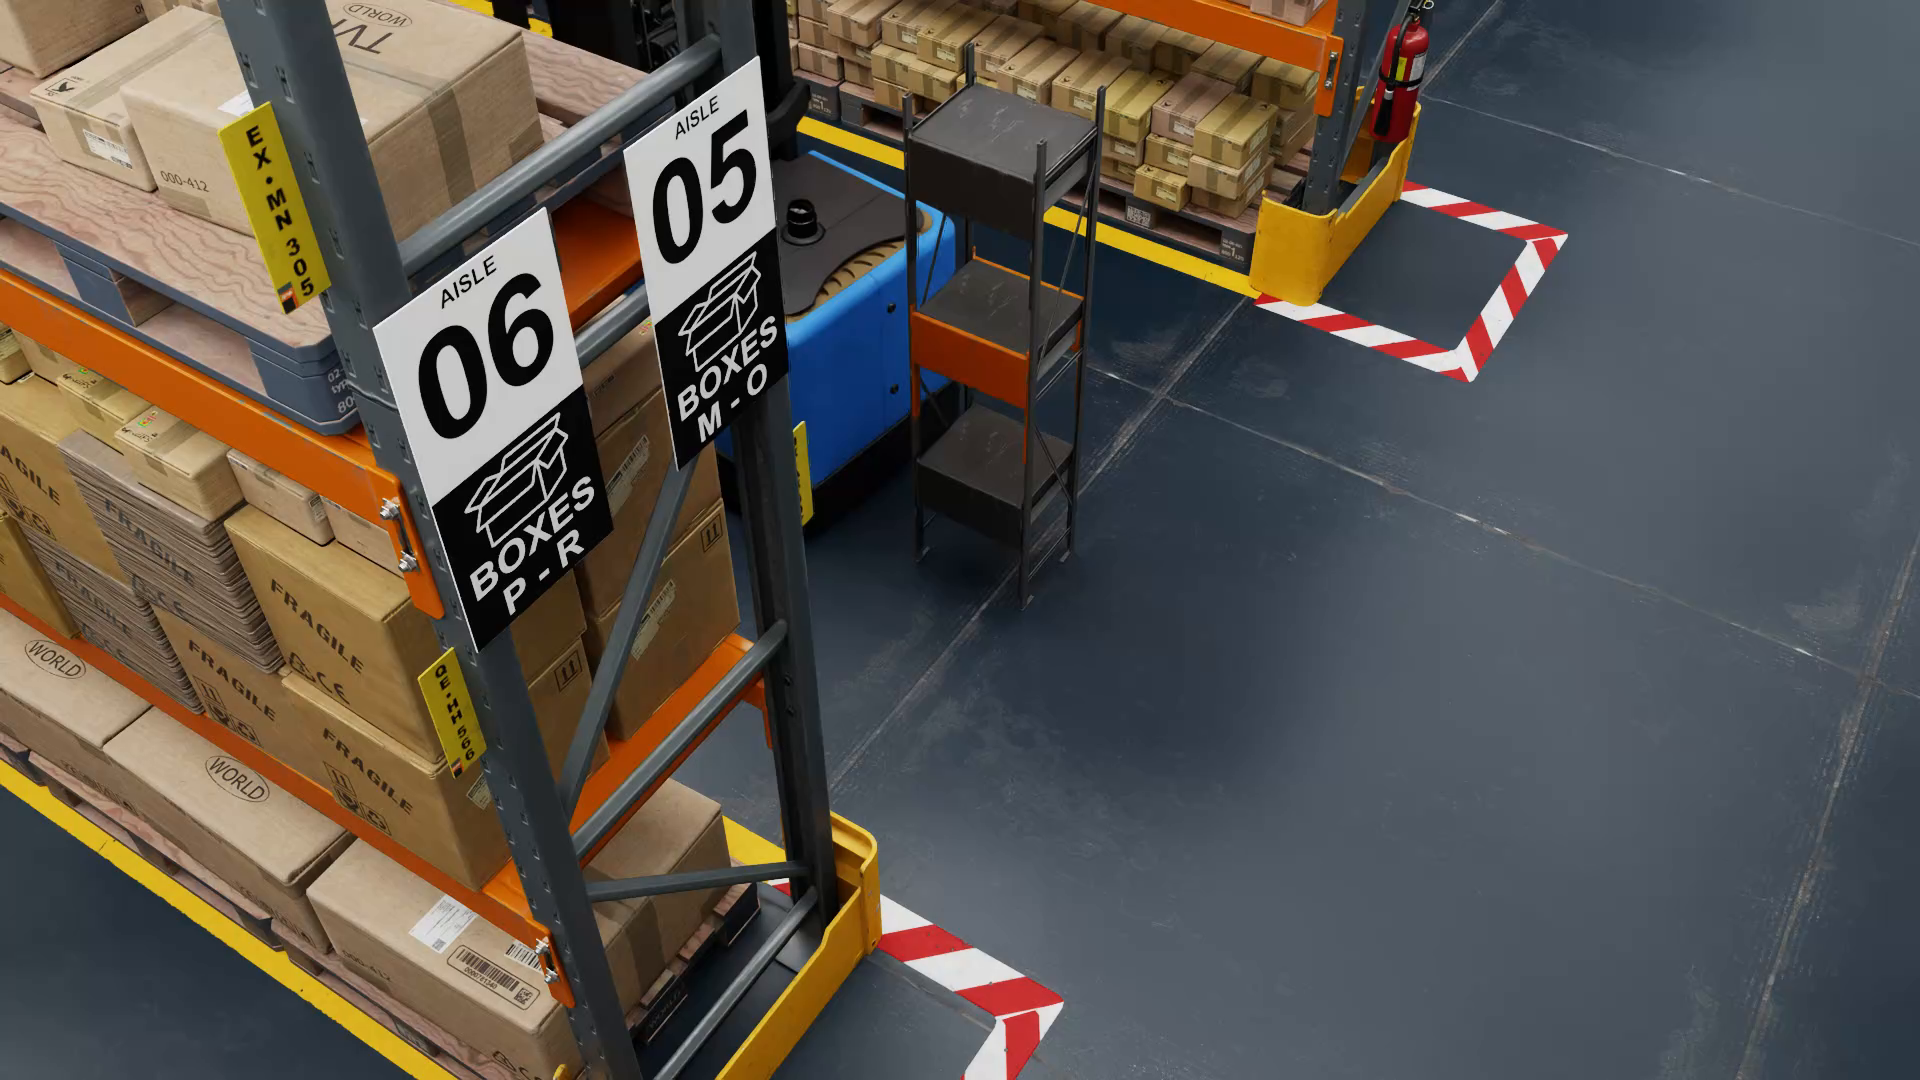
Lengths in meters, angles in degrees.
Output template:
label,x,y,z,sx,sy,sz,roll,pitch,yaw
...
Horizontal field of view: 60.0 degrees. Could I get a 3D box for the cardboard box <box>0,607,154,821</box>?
label,x,y,z,sx,sy,sz,roll,pitch,yaw
cardboard box,-2.854,0.366,5.797,0.875,0.438,0.875,23,50,21

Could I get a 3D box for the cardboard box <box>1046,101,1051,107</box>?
label,x,y,z,sx,sy,sz,roll,pitch,yaw
cardboard box,0.396,-2.195,8.279,0.250,0.149,0.380,25,51,23

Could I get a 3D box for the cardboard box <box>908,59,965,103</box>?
label,x,y,z,sx,sy,sz,roll,pitch,yaw
cardboard box,-0.056,-2.395,8.474,0.250,0.149,0.380,25,51,22

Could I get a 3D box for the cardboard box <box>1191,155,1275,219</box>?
label,x,y,z,sx,sy,sz,roll,pitch,yaw
cardboard box,1.320,-1.744,8.048,0.250,0.149,0.380,26,51,23

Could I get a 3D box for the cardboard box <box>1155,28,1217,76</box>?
label,x,y,z,sx,sy,sz,roll,pitch,yaw
cardboard box,1.179,-2.491,8.359,0.250,0.149,0.380,25,51,22

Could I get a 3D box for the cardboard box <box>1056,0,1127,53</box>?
label,x,y,z,sx,sy,sz,roll,pitch,yaw
cardboard box,0.697,-2.650,8.514,0.250,0.149,0.380,27,51,24

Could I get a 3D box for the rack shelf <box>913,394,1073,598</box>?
label,x,y,z,sx,sy,sz,roll,pitch,yaw
rack shelf,0.139,-0.170,6.446,0.480,0.518,0.431,25,51,22

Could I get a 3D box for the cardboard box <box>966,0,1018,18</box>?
label,x,y,z,sx,sy,sz,roll,pitch,yaw
cardboard box,0.237,-2.819,8.678,0.250,0.149,0.380,25,51,22

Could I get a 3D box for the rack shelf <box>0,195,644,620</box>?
label,x,y,z,sx,sy,sz,roll,pitch,yaw
rack shelf,-2.395,-1.055,4.094,4.000,0.370,1.077,25,51,22

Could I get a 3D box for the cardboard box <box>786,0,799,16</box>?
label,x,y,z,sx,sy,sz,roll,pitch,yaw
cardboard box,-0.873,-2.953,8.808,0.250,0.149,0.380,24,50,22

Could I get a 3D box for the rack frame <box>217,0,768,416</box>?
label,x,y,z,sx,sy,sz,roll,pitch,yaw
rack frame,-0.711,-1.577,2.008,0.127,3.000,1.000,25,51,22

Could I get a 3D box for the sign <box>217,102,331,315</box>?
label,x,y,z,sx,sy,sz,roll,pitch,yaw
sign,-1.016,-0.490,2.481,0.005,0.325,0.100,25,51,22

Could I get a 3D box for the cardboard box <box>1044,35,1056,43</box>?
label,x,y,z,sx,sy,sz,roll,pitch,yaw
cardboard box,0.437,-2.600,8.672,0.250,0.149,0.380,27,52,24

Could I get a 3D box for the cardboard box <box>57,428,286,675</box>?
label,x,y,z,sx,sy,sz,roll,pitch,yaw
cardboard box,-1.701,-0.097,3.986,0.500,0.500,0.500,25,51,22

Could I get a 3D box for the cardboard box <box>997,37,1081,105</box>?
label,x,y,z,sx,sy,sz,roll,pitch,yaw
cardboard box,0.387,-2.290,8.164,0.250,0.149,0.380,27,51,23

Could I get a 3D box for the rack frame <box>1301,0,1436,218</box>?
label,x,y,z,sx,sy,sz,roll,pitch,yaw
rack frame,1.876,-2.514,7.101,0.127,3.000,1.000,25,51,22

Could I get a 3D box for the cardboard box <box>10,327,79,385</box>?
label,x,y,z,sx,sy,sz,roll,pitch,yaw
cardboard box,-1.982,-0.513,3.938,0.250,0.149,0.380,24,51,22

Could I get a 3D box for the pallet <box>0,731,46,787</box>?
label,x,y,z,sx,sy,sz,roll,pitch,yaw
pallet,-3.480,0.279,6.332,1.213,0.211,1.003,25,51,22

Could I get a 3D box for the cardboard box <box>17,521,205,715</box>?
label,x,y,z,sx,sy,sz,roll,pitch,yaw
cardboard box,-2.113,0.055,4.535,0.500,0.500,0.500,26,51,23

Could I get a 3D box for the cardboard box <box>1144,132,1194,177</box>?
label,x,y,z,sx,sy,sz,roll,pitch,yaw
cardboard box,1.087,-1.936,8.027,0.250,0.149,0.380,24,50,21

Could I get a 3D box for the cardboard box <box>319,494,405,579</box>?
label,x,y,z,sx,sy,sz,roll,pitch,yaw
cardboard box,-1.121,-0.114,3.550,0.250,0.149,0.380,25,51,23

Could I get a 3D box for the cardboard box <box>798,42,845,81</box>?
label,x,y,z,sx,sy,sz,roll,pitch,yaw
cardboard box,-0.656,-2.644,8.923,0.250,0.149,0.380,24,50,21

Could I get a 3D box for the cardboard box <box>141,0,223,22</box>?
label,x,y,z,sx,sy,sz,roll,pitch,yaw
cardboard box,-1.503,-1.185,3.531,0.250,0.149,0.380,26,51,23

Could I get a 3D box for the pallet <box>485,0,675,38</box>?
label,x,y,z,sx,sy,sz,roll,pitch,yaw
pallet,-2.147,-3.391,9.898,1.213,0.211,1.003,25,51,22

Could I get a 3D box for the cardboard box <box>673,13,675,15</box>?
label,x,y,z,sx,sy,sz,roll,pitch,yaw
cardboard box,-1.358,-2.880,9.152,0.250,0.149,0.380,23,50,20

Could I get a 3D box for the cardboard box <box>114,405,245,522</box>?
label,x,y,z,sx,sy,sz,roll,pitch,yaw
cardboard box,-1.611,-0.246,3.679,0.250,0.149,0.380,24,51,22

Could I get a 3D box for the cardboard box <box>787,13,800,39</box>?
label,x,y,z,sx,sy,sz,roll,pitch,yaw
cardboard box,-0.873,-2.869,8.934,0.250,0.149,0.380,24,51,22

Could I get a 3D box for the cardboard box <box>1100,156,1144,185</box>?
label,x,y,z,sx,sy,sz,roll,pitch,yaw
cardboard box,0.873,-1.937,8.236,0.250,0.149,0.380,24,51,22

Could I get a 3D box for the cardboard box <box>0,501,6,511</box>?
label,x,y,z,sx,sy,sz,roll,pitch,yaw
cardboard box,-2.538,-0.486,4.364,0.500,0.500,0.500,24,51,22

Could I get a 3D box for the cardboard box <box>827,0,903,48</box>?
label,x,y,z,sx,sy,sz,roll,pitch,yaw
cardboard box,-0.471,-2.718,8.580,0.250,0.149,0.380,26,51,23

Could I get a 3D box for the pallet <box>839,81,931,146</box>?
label,x,y,z,sx,sy,sz,roll,pitch,yaw
pallet,0.125,-2.380,8.915,1.213,0.211,1.003,25,51,22

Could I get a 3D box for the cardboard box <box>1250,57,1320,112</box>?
label,x,y,z,sx,sy,sz,roll,pitch,yaw
cardboard box,1.618,-2.282,8.156,0.250,0.149,0.380,23,50,20

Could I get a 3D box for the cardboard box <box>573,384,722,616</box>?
label,x,y,z,sx,sy,sz,roll,pitch,yaw
cardboard box,-0.961,-0.227,4.112,0.500,0.500,0.500,24,50,21

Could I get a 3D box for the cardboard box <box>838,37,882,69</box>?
label,x,y,z,sx,sy,sz,roll,pitch,yaw
cardboard box,-0.428,-2.642,8.713,0.250,0.149,0.380,27,52,24

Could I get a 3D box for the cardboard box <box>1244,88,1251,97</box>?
label,x,y,z,sx,sy,sz,roll,pitch,yaw
cardboard box,1.374,-2.268,8.350,0.250,0.149,0.380,24,51,22

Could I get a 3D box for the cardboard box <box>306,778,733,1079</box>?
label,x,y,z,sx,sy,sz,roll,pitch,yaw
cardboard box,-1.321,1.065,5.117,0.875,0.438,0.875,23,50,21

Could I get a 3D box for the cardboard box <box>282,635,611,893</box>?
label,x,y,z,sx,sy,sz,roll,pitch,yaw
cardboard box,-1.260,0.452,4.149,0.500,0.500,0.500,25,51,22

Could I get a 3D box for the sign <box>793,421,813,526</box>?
label,x,y,z,sx,sy,sz,roll,pitch,yaw
sign,-0.407,-0.148,4.144,0.005,0.325,0.100,25,51,22

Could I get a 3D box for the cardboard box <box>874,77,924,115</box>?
label,x,y,z,sx,sy,sz,roll,pitch,yaw
cardboard box,-0.244,-2.402,8.688,0.250,0.149,0.380,23,50,21

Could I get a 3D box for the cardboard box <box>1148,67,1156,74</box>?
label,x,y,z,sx,sy,sz,roll,pitch,yaw
cardboard box,0.962,-2.474,8.550,0.250,0.149,0.380,26,51,23

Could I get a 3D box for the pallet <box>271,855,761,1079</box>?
label,x,y,z,sx,sy,sz,roll,pitch,yaw
pallet,-1.427,1.223,5.414,1.213,0.211,1.003,25,51,22

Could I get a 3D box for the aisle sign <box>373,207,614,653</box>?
label,x,y,z,sx,sy,sz,roll,pitch,yaw
aisle sign,-0.818,-0.177,3.018,0.004,0.787,0.394,25,51,22

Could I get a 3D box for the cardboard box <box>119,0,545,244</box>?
label,x,y,z,sx,sy,sz,roll,pitch,yaw
cardboard box,-1.139,-0.780,3.067,0.500,0.250,0.500,20,49,19

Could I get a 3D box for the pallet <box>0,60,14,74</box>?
label,x,y,z,sx,sy,sz,roll,pitch,yaw
pallet,-2.372,-1.253,3.847,1.213,0.211,1.003,25,51,22

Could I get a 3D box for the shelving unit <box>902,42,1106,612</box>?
label,x,y,z,sx,sy,sz,roll,pitch,yaw
shelving unit,0.139,-0.668,5.935,0.503,2.100,0.431,25,51,22

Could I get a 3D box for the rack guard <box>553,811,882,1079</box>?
label,x,y,z,sx,sy,sz,roll,pitch,yaw
rack guard,-0.691,1.394,5.047,0.348,0.500,1.175,25,51,22

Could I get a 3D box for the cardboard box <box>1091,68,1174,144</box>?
label,x,y,z,sx,sy,sz,roll,pitch,yaw
cardboard box,0.827,-2.081,7.961,0.250,0.149,0.380,24,50,21

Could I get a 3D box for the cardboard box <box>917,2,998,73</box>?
label,x,y,z,sx,sy,sz,roll,pitch,yaw
cardboard box,-0.011,-2.543,8.410,0.250,0.149,0.380,25,51,22

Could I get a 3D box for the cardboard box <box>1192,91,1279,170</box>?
label,x,y,z,sx,sy,sz,roll,pitch,yaw
cardboard box,1.294,-1.926,7.810,0.250,0.149,0.380,25,51,23

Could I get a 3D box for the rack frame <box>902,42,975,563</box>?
label,x,y,z,sx,sy,sz,roll,pitch,yaw
rack frame,-0.066,-0.762,6.026,0.015,2.100,0.400,25,51,22

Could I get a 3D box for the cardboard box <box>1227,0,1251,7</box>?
label,x,y,z,sx,sy,sz,roll,pitch,yaw
cardboard box,1.260,-2.501,7.263,0.250,0.149,0.380,25,51,22

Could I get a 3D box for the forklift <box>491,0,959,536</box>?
label,x,y,z,sx,sy,sz,roll,pitch,yaw
forklift,-1.460,-1.934,6.585,3.031,2.935,1.130,31,53,26
